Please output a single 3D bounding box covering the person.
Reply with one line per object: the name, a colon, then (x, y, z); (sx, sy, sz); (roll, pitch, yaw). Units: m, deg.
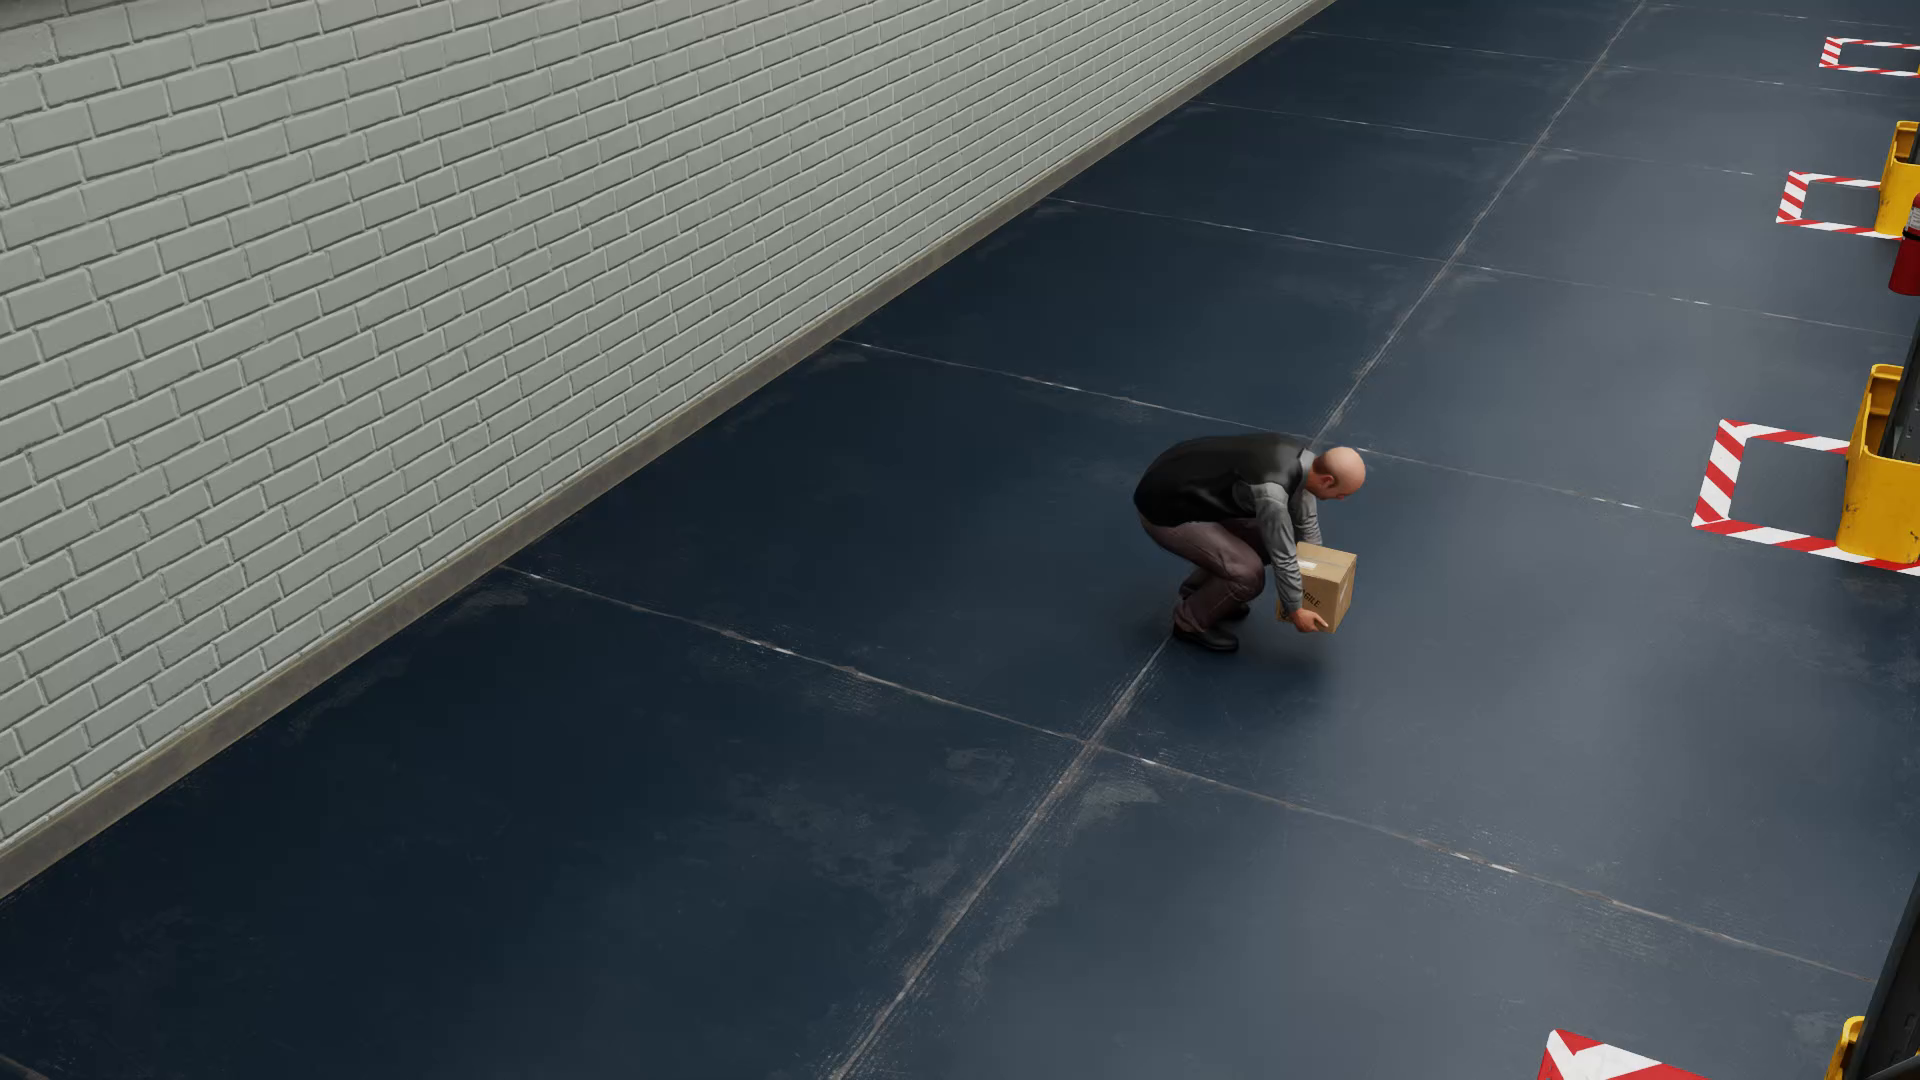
person: (1.189, -0.016, 6.959); (0.916, 0.953, 0.508); (13, 32, 22)
